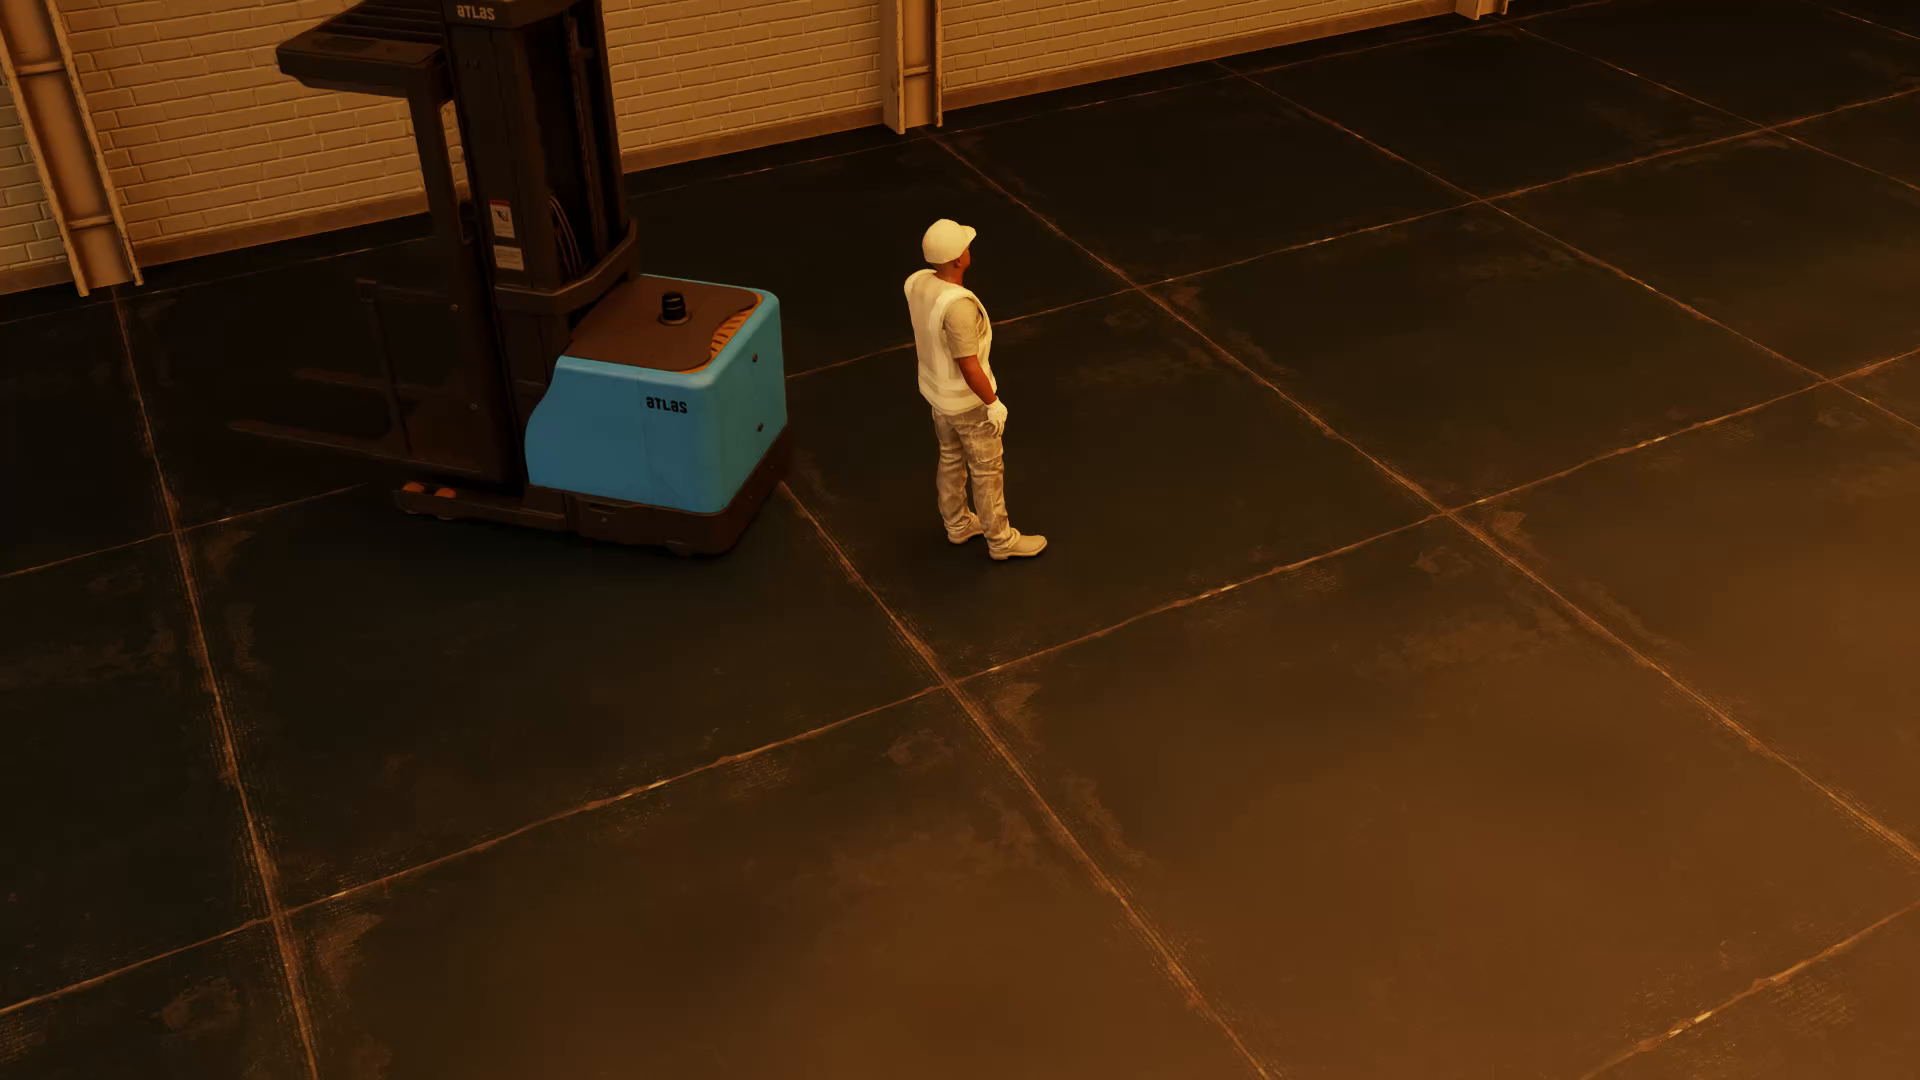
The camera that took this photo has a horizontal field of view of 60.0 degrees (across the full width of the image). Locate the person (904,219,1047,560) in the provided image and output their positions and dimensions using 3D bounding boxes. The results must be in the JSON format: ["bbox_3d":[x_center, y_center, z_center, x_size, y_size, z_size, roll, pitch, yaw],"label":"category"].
[{"bbox_3d":[0.068,-0.750,8.166,0.575,1.784,0.656,-17,39,-23],"label":"person"}]

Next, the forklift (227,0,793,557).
[{"bbox_3d":[-2.499,-1.585,8.365,3.031,2.935,1.130,9,36,13],"label":"forklift"}]
